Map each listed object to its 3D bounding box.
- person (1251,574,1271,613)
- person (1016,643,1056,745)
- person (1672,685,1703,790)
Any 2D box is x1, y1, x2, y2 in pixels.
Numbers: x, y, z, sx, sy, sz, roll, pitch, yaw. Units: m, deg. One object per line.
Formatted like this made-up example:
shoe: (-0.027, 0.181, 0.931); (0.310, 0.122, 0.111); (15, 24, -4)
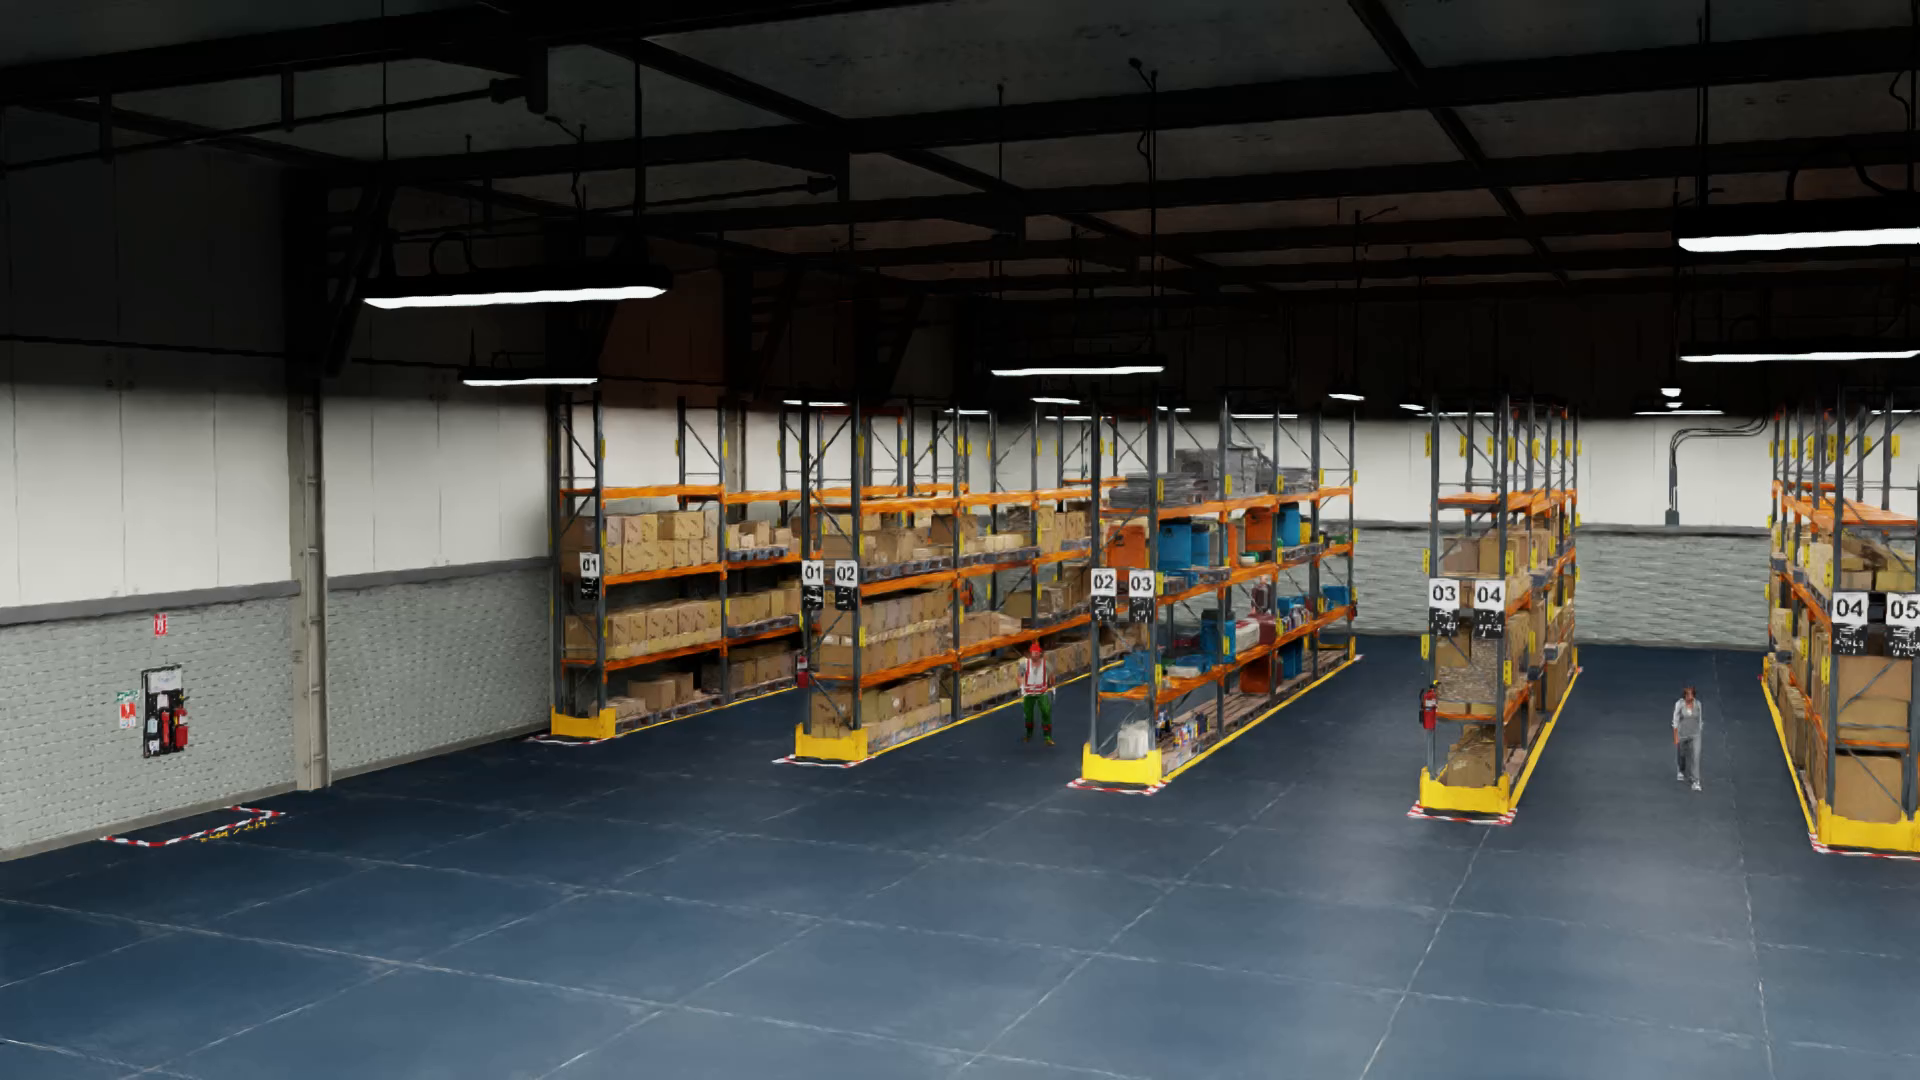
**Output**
person: (7.699, 1.738, 43.092); (0.778, 1.770, 0.522); (-1, 3, -16)
person: (1.295, 2.581, 28.072); (0.686, 1.715, 0.838); (0, 3, 8)
person: (10.719, 2.878, 24.507); (0.418, 1.501, 1.039); (1, 3, 21)
